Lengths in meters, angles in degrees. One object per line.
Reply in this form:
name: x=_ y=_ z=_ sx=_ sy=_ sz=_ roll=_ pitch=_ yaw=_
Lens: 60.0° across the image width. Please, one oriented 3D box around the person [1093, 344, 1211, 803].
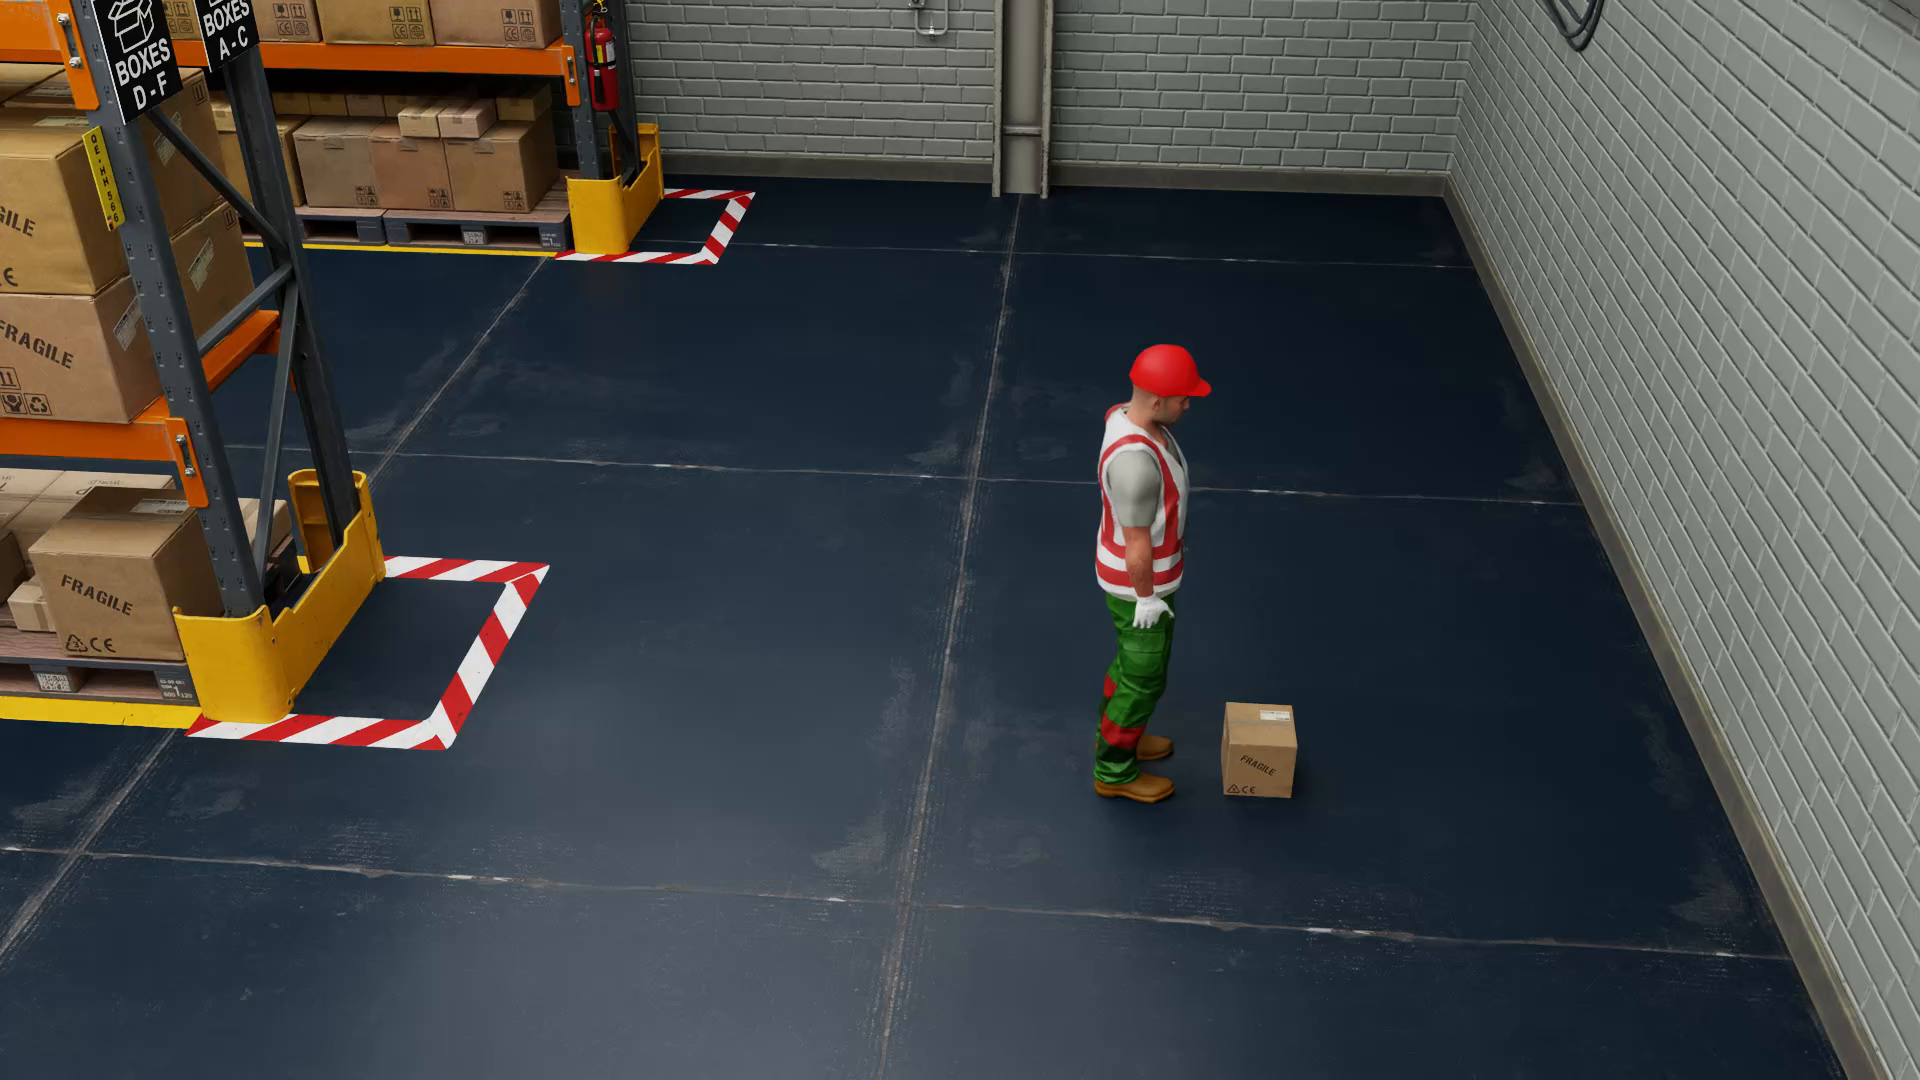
person: x=0.656 y=0.119 z=5.934 sx=0.364 sy=1.778 sz=0.529 roll=3 pitch=32 yaw=5
